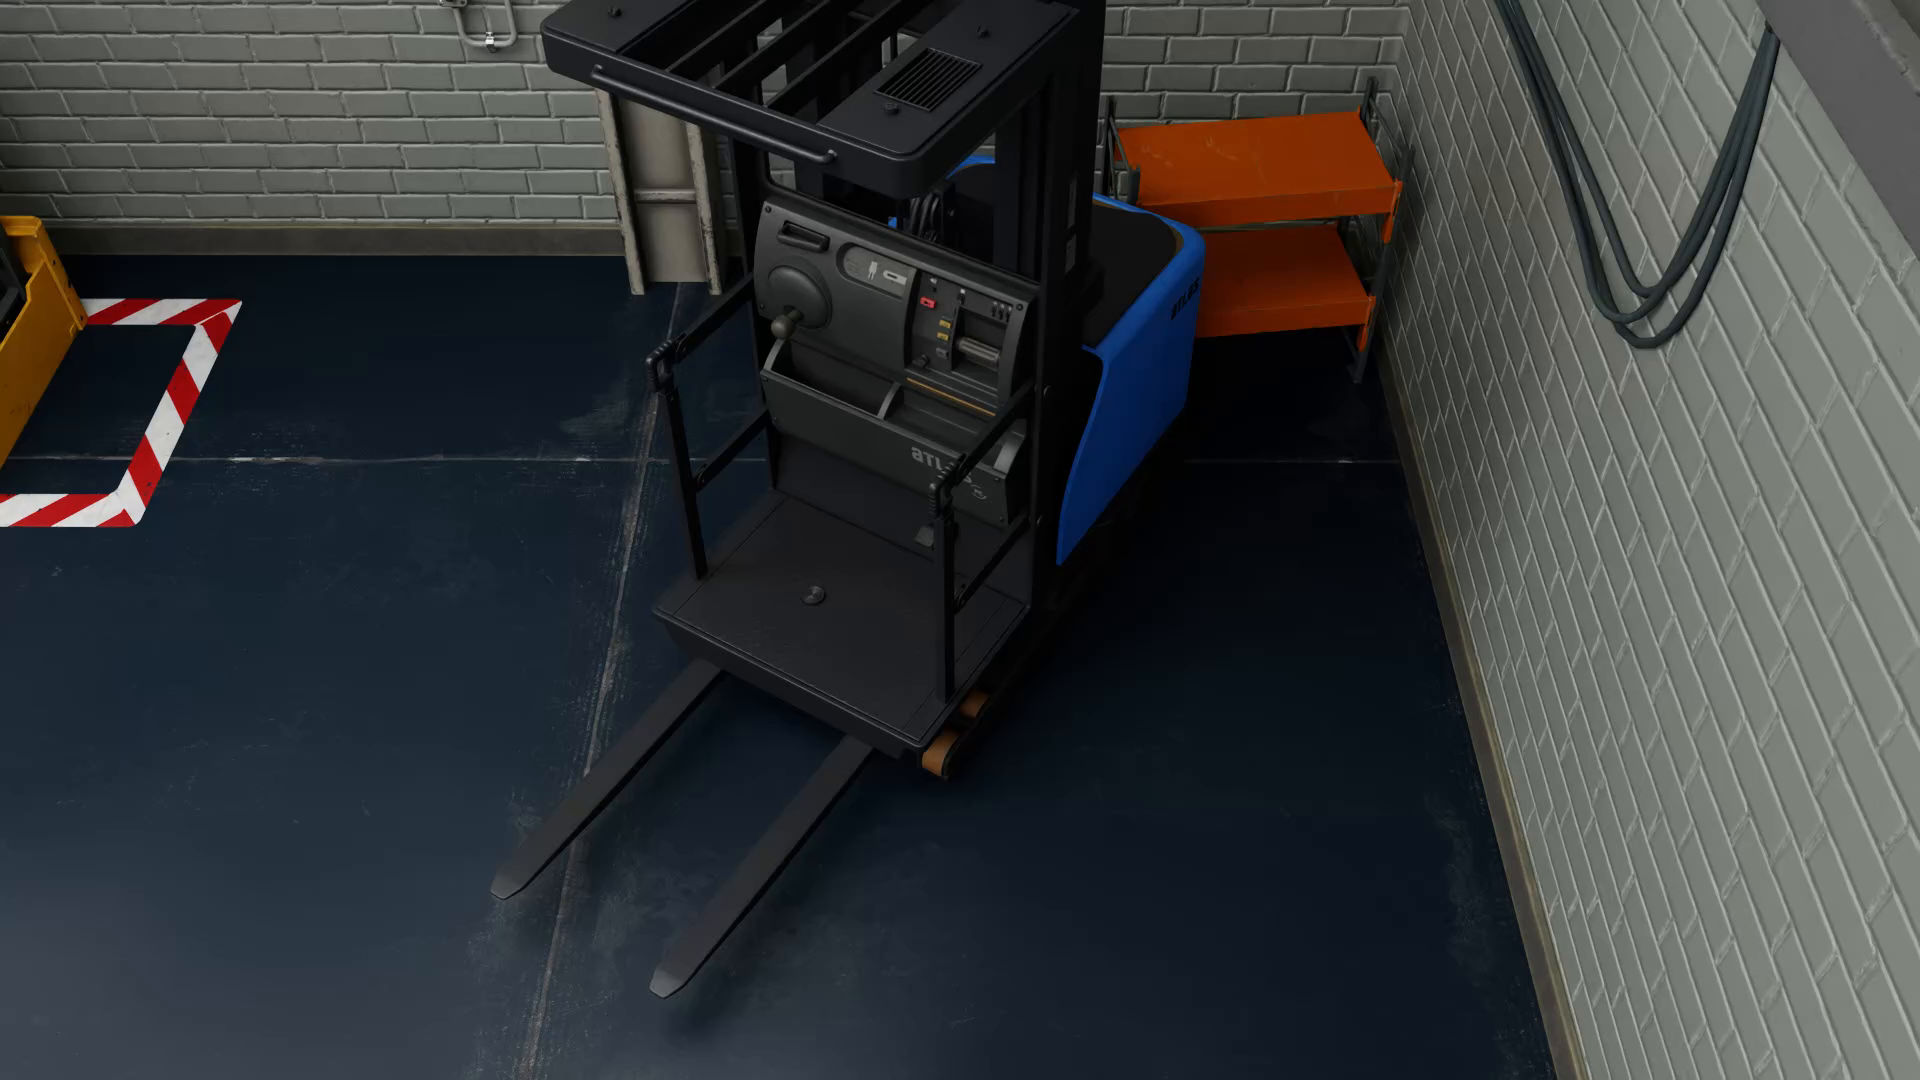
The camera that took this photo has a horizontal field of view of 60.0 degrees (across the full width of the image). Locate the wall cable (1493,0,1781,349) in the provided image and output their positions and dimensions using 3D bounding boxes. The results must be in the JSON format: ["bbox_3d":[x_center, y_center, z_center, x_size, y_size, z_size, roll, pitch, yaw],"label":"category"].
[{"bbox_3d":[1.720,-2.288,4.353,0.112,2.526,3.097,0,47,0],"label":"wall cable"}]

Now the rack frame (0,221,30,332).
[{"bbox_3d":[-3.935,-1.579,5.670,0.127,3.000,1.000,0,47,0],"label":"rack frame"}]

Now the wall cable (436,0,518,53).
[{"bbox_3d":[-2.651,-2.614,5.940,1.851,1.984,0.084,0,47,0],"label":"wall cable"}]

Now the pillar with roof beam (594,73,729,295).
[{"bbox_3d":[-1.248,-1.097,1.124,0.400,9.000,9.100,0,47,0],"label":"pillar with roof beam"}]

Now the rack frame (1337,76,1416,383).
[{"bbox_3d":[1.608,-1.211,6.609,0.032,1.125,0.500,-5,47,-5],"label":"rack frame"}]

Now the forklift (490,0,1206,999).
[{"bbox_3d":[-0.328,-0.611,4.816,1.130,2.935,3.031,24,52,21],"label":"forklift"}]

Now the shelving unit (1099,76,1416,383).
[{"bbox_3d":[1.104,-1.163,6.564,1.048,1.125,0.538,-5,47,-5],"label":"shelving unit"}]

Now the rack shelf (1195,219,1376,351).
[{"bbox_3d":[1.104,-0.997,6.743,1.000,0.278,0.538,-5,47,-5],"label":"rack shelf"}]

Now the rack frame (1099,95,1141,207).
[{"bbox_3d":[0.600,-1.116,6.520,0.032,1.125,0.500,-5,47,-5],"label":"rack frame"}]

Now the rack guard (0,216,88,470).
[{"bbox_3d":[-3.911,-0.727,6.585,0.348,0.500,1.175,0,47,0],"label":"rack guard"}]

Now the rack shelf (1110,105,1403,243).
[{"bbox_3d":[1.104,-1.363,6.350,1.000,0.278,0.538,-5,47,-5],"label":"rack shelf"}]
